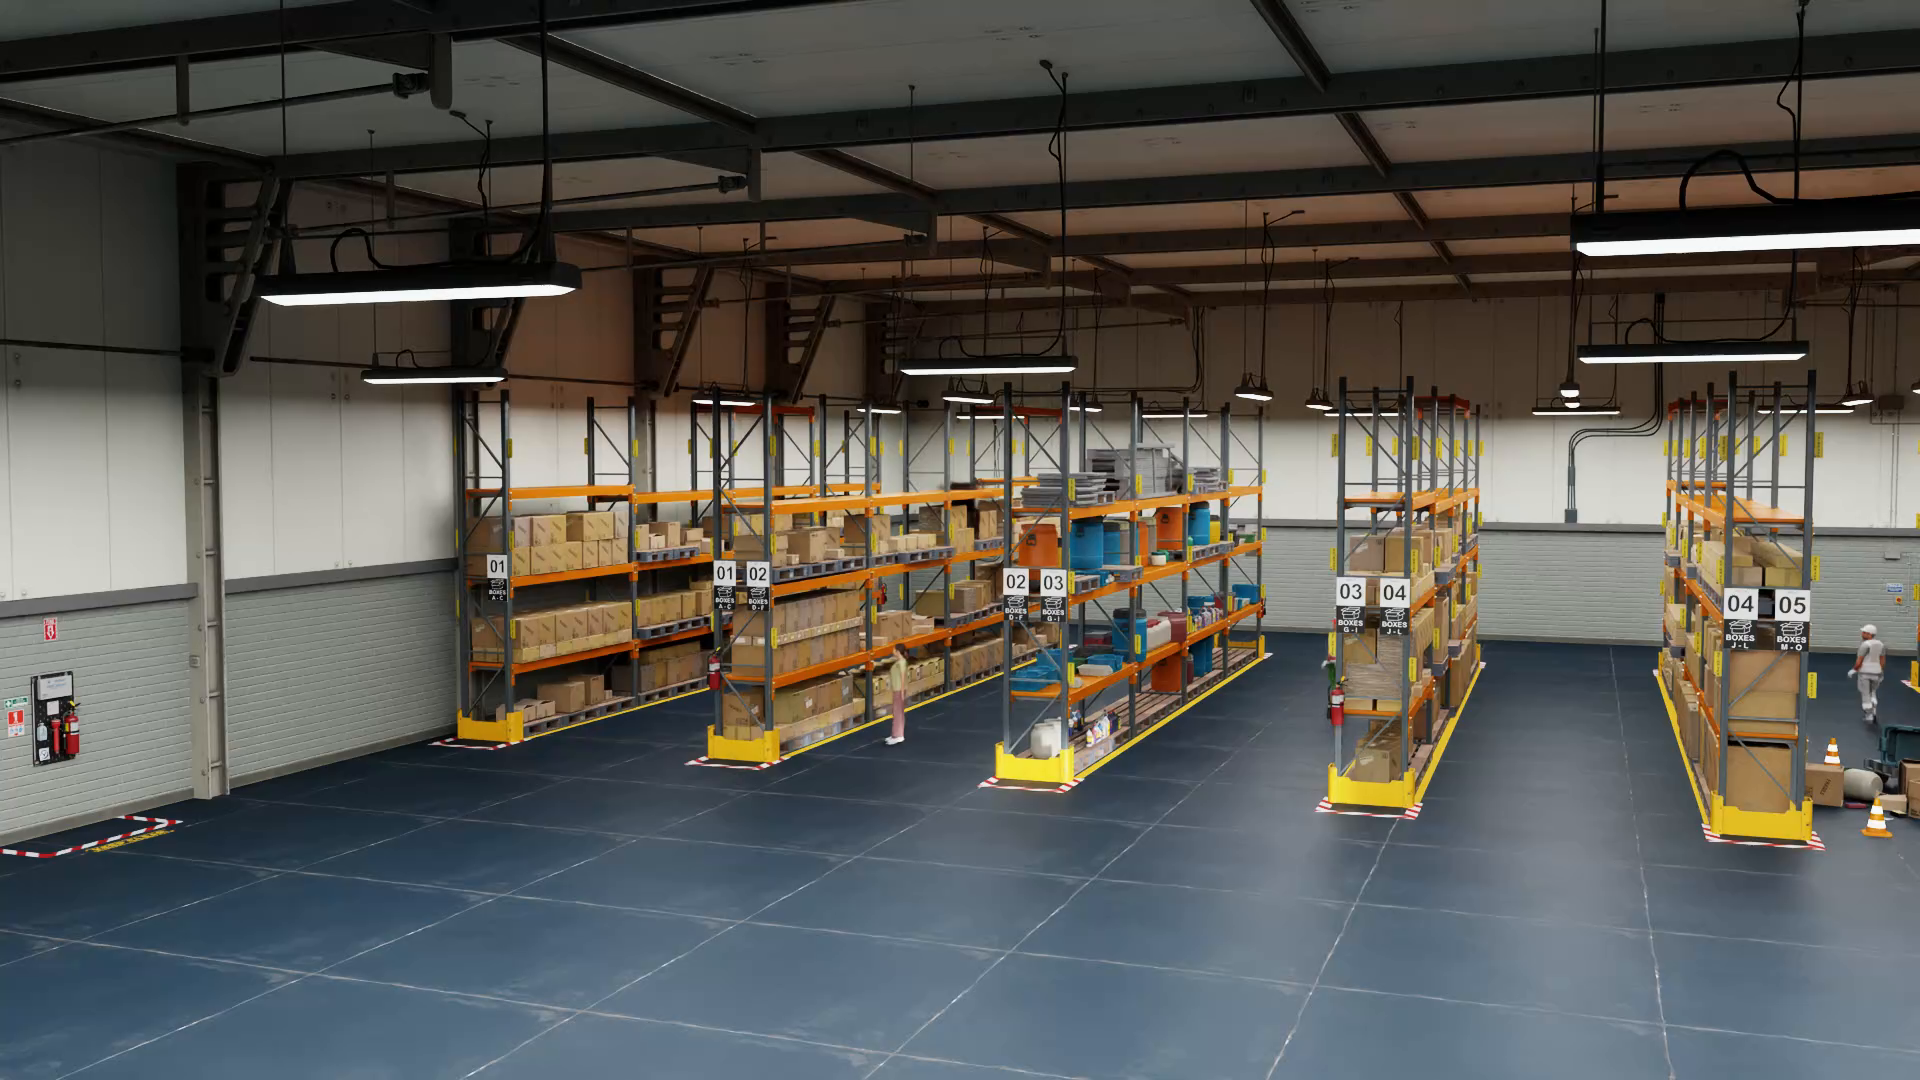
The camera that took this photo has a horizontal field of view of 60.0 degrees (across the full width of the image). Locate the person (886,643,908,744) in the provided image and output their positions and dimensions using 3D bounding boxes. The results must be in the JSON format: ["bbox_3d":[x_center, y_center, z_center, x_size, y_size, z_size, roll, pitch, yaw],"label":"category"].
[{"bbox_3d":[-1.073,2.608,28.370,0.411,1.701,0.536,0,3,-5],"label":"person"}]

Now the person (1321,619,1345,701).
[{"bbox_3d":[7.190,2.366,31.758,0.586,1.831,0.472,-1,3,-21],"label":"person"}]

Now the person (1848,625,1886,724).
[{"bbox_3d":[16.462,2.442,30.156,0.618,1.822,0.542,0,3,8],"label":"person"}]
